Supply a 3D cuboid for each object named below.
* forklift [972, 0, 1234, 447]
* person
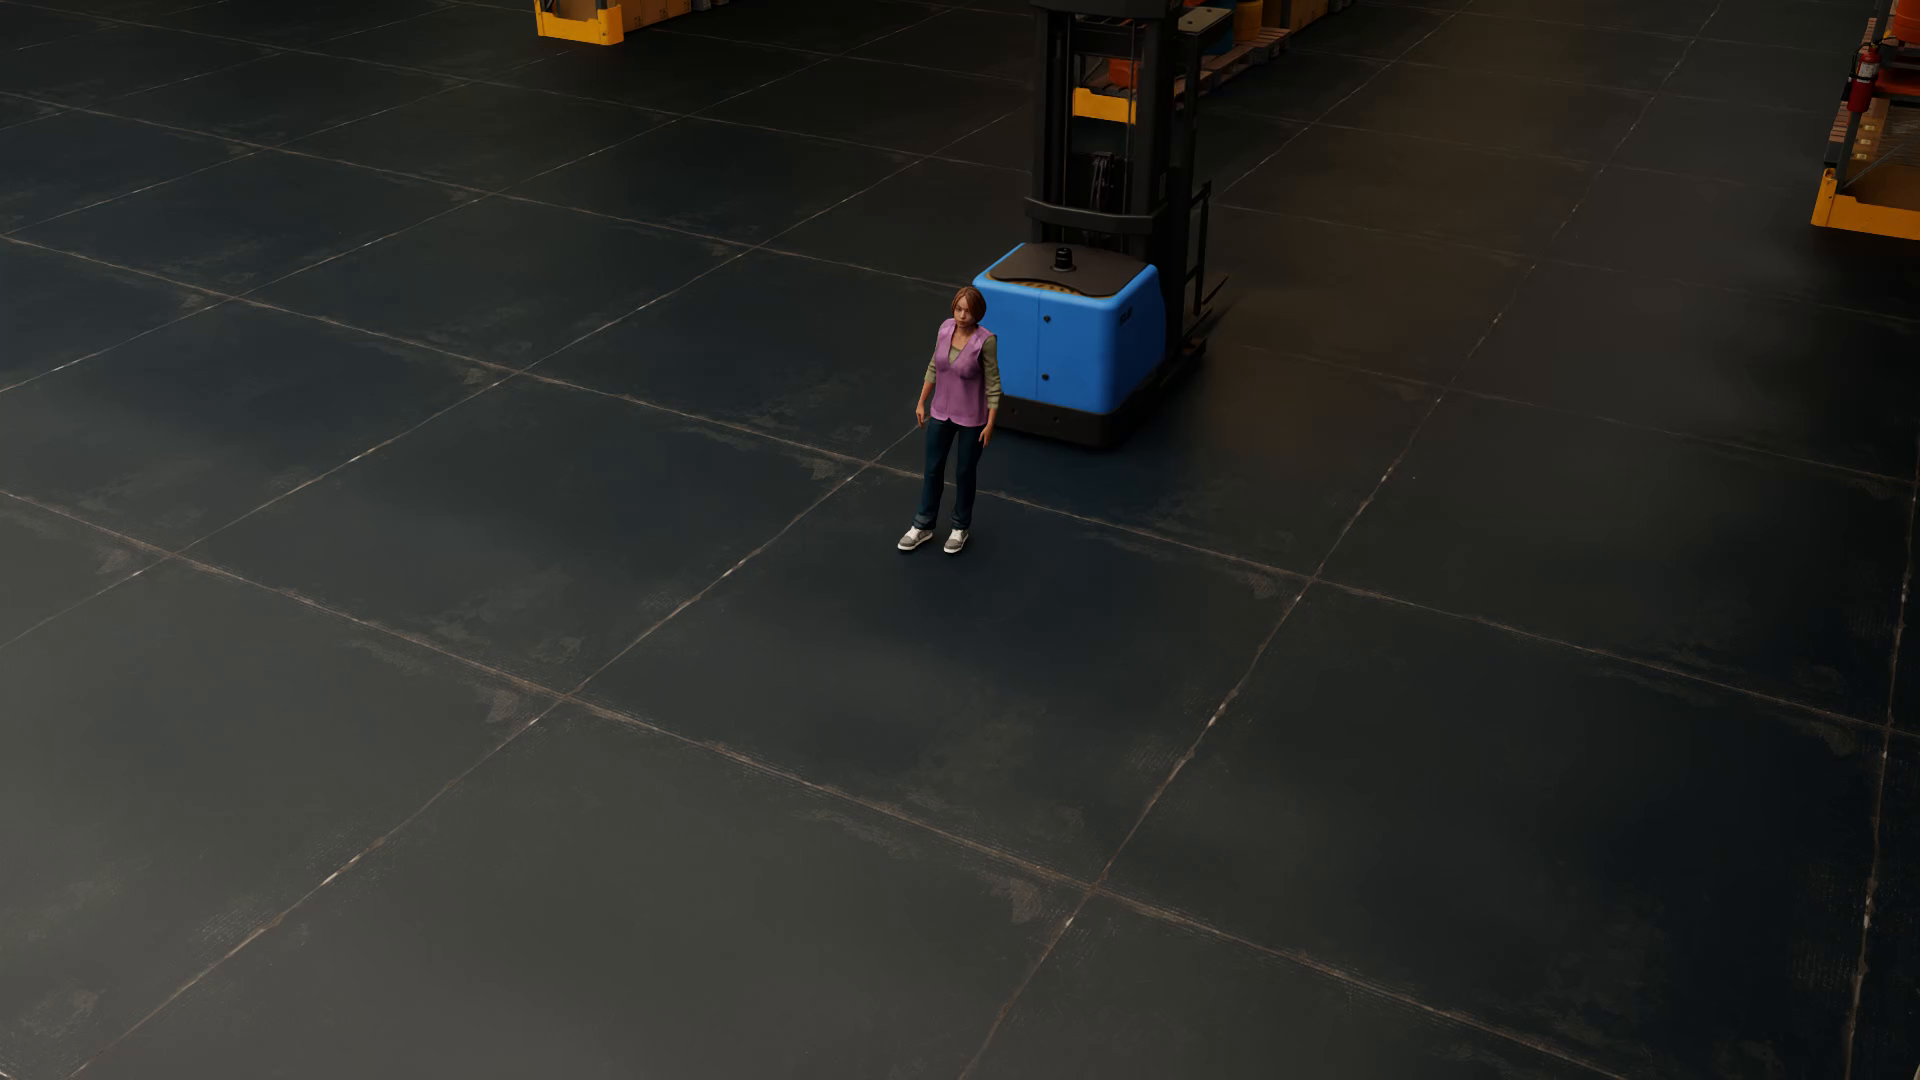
[{"bbox_3d":[1.168,-2.592,11.561,1.130,2.935,3.031,14,33,22],"label":"forklift"},{"bbox_3d":[-0.049,-0.666,9.551,0.520,1.592,0.473,15,33,25],"label":"person"}]
